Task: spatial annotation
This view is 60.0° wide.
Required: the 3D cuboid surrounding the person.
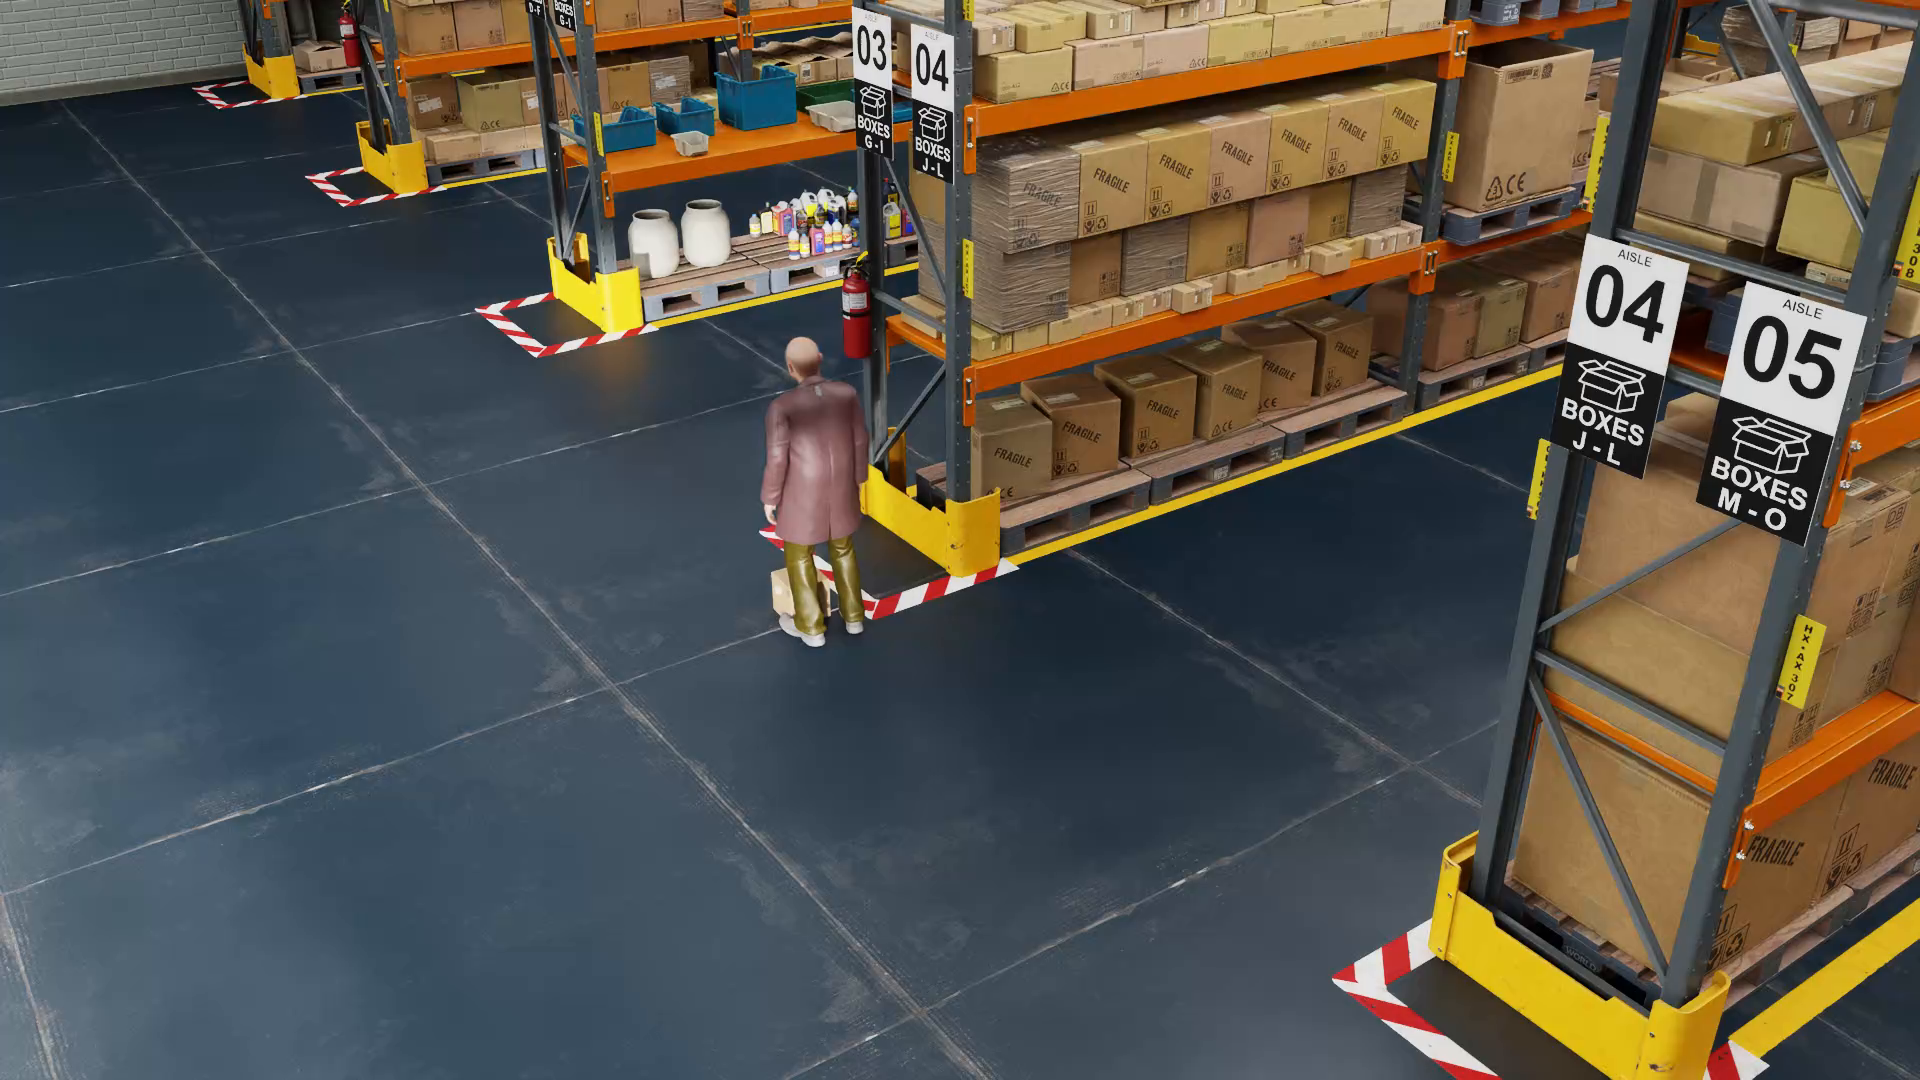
[{"bbox_3d":[-0.785,-0.269,9.142,0.632,1.773,0.407,-15,32,-26],"label":"person"}]
